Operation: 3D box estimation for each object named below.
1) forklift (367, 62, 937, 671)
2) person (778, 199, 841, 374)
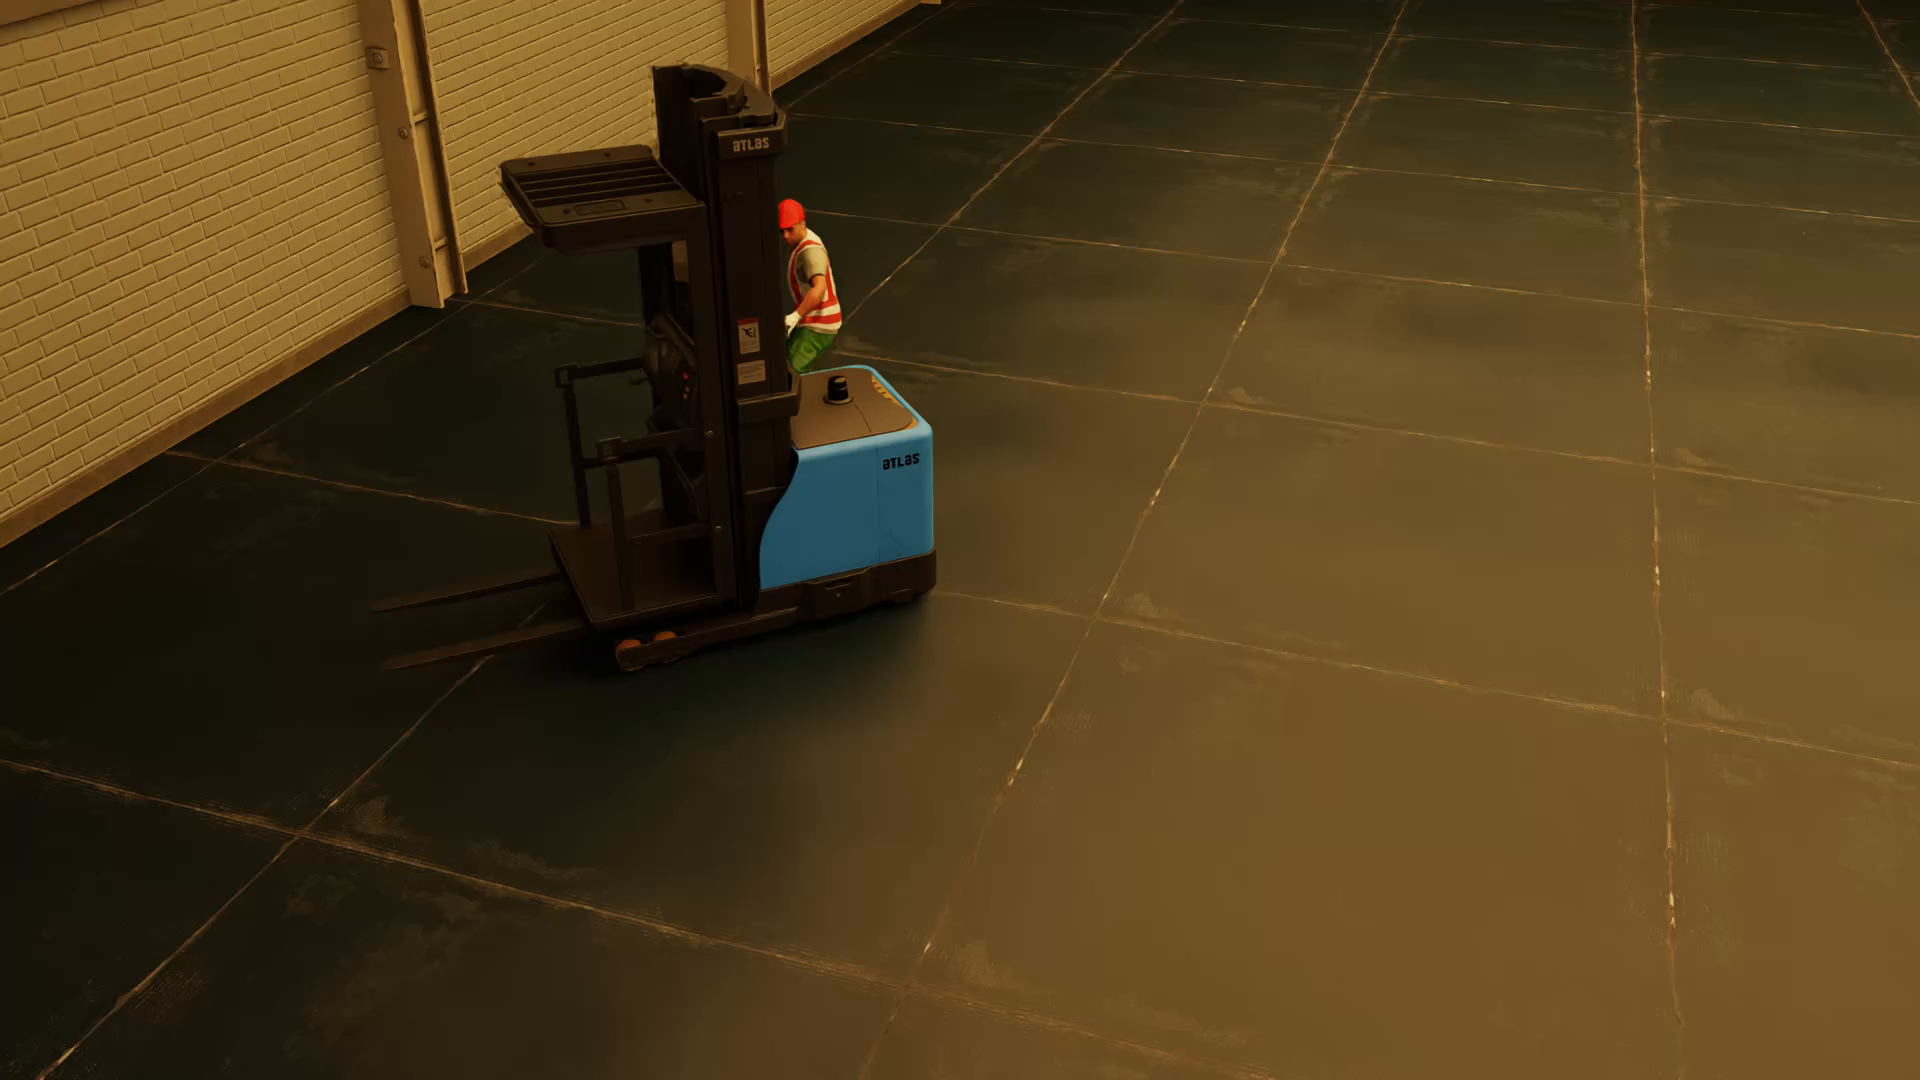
[{"bbox_3d":[-1.698,-0.873,8.667,3.031,2.935,1.130,-12,32,-21],"label":"forklift"},{"bbox_3d":[-1.024,-1.480,11.130,0.527,1.674,1.205,-2,30,-4],"label":"person"}]
